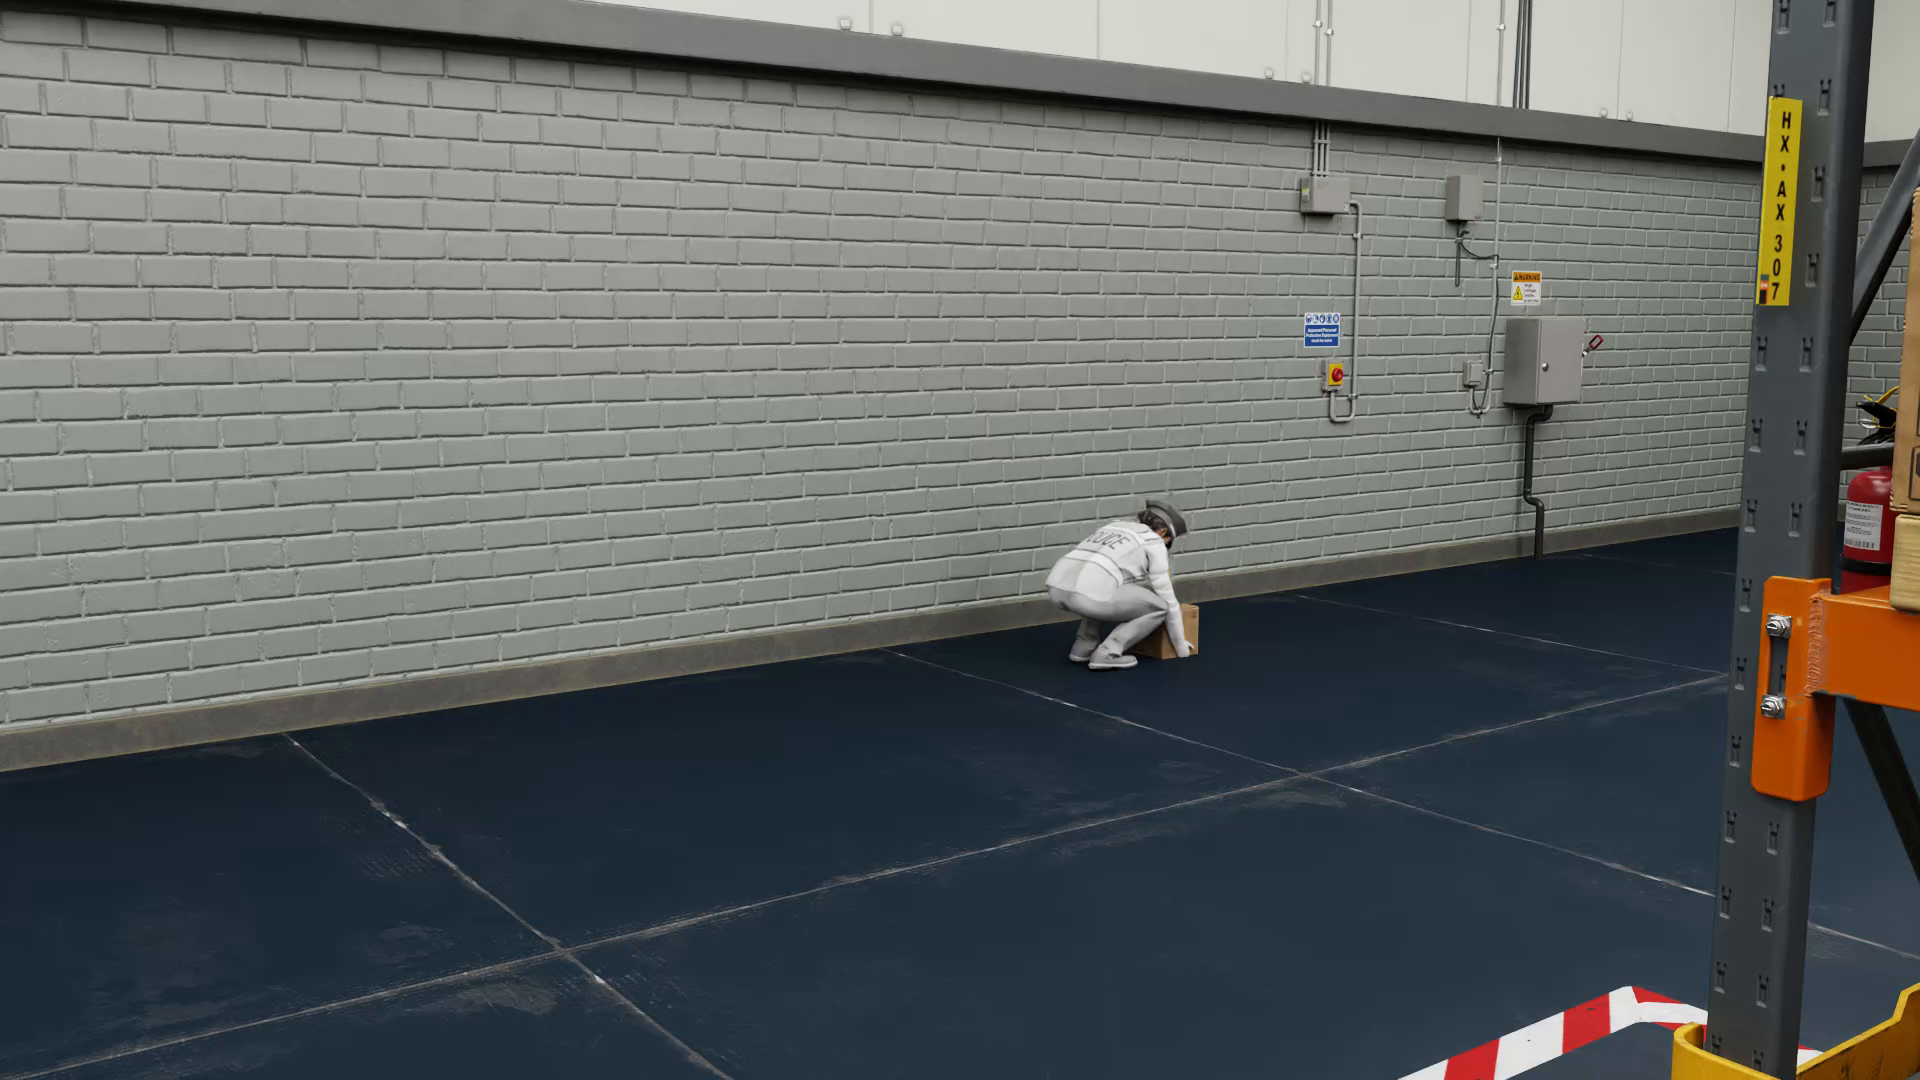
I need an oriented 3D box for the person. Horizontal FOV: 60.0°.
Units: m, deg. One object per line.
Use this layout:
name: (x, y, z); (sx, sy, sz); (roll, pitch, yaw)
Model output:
person: (0.820, 0.240, 8.400); (0.873, 0.851, 0.473); (-6, 10, -36)
